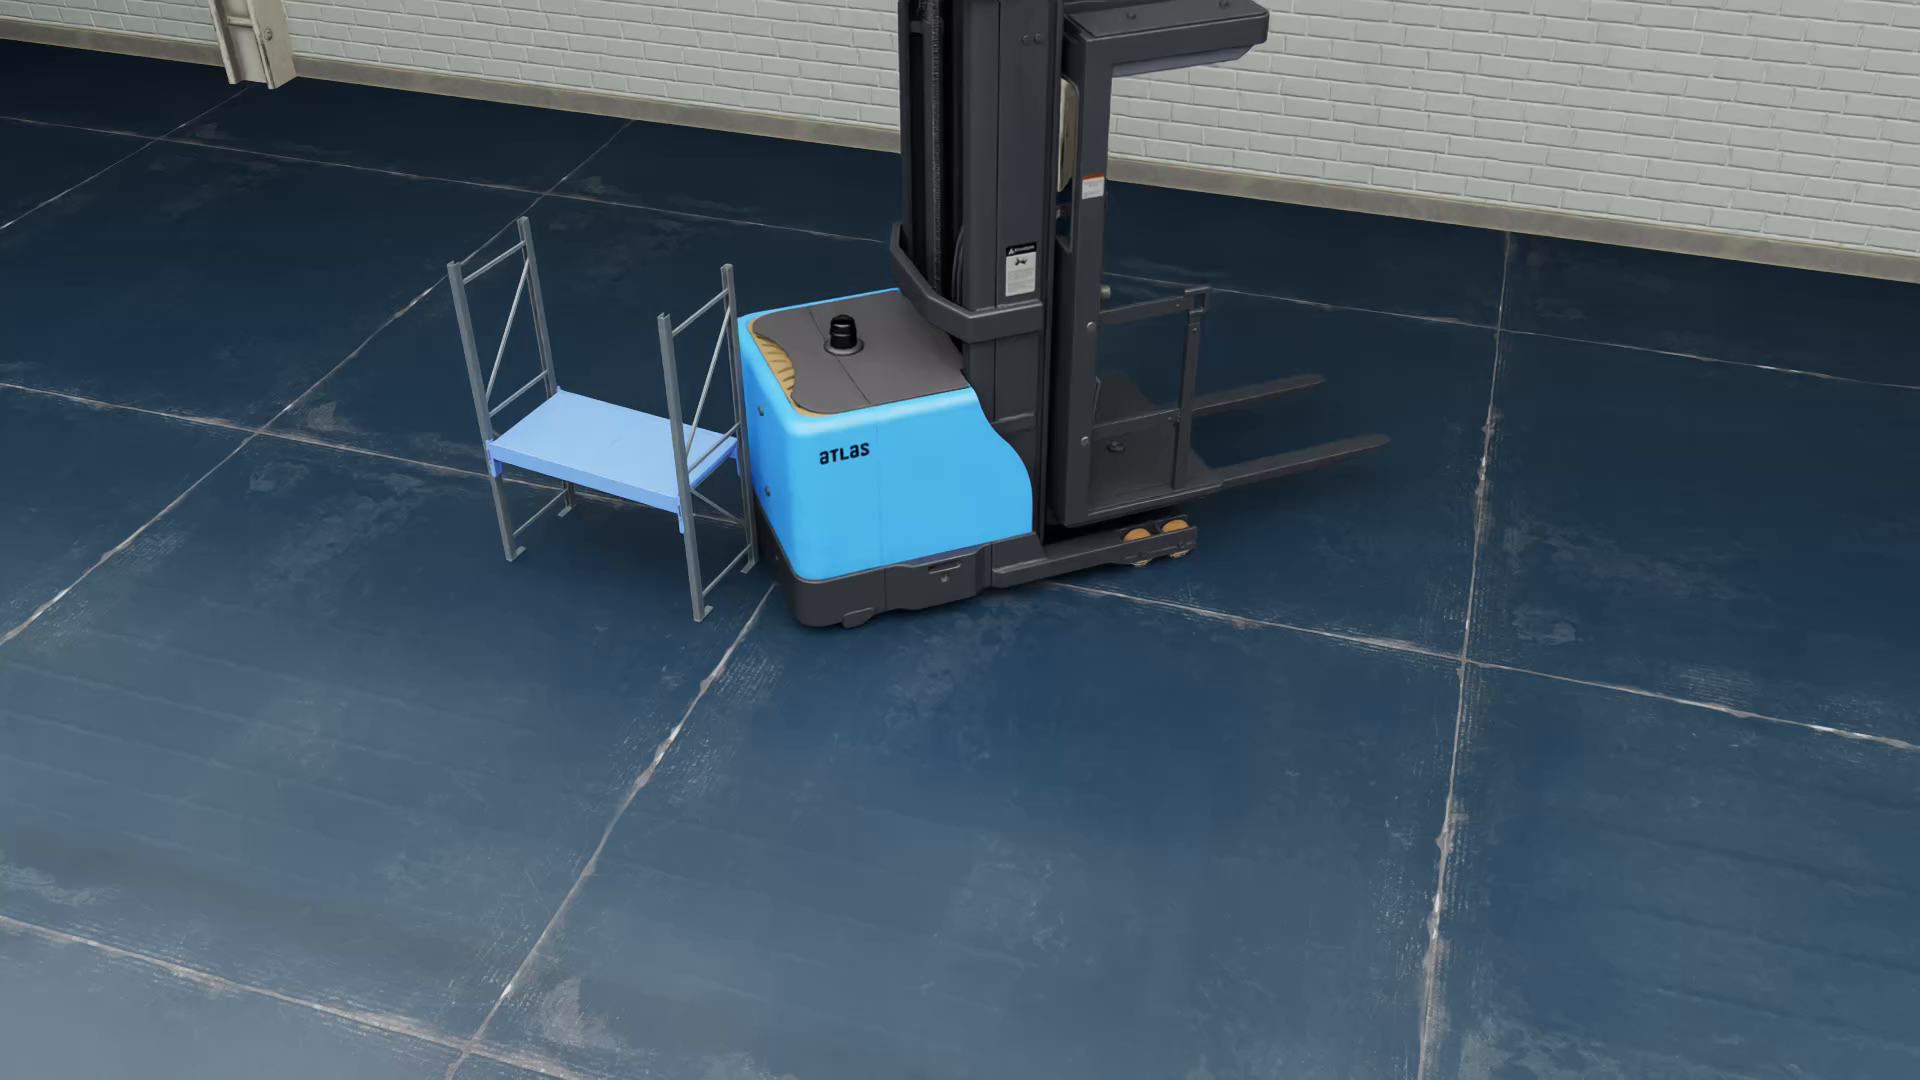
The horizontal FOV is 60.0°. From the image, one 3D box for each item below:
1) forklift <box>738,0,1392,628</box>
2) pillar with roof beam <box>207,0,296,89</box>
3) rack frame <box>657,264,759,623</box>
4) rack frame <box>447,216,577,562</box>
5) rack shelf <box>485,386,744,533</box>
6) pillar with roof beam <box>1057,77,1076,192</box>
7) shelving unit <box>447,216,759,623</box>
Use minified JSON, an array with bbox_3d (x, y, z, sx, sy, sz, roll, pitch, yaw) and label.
[{"bbox_3d":[0.553,-1.344,7.103,3.031,2.935,1.130,-13,38,-17],"label":"forklift"},{"bbox_3d":[-6.487,-4.637,6.459,0.400,9.000,9.100,10,38,14],"label":"pillar with roof beam"},{"bbox_3d":[-1.041,-0.380,7.001,0.032,1.500,0.500,16,39,20],"label":"rack frame"},{"bbox_3d":[-1.958,-0.640,7.355,0.032,1.500,0.500,16,39,20],"label":"rack frame"},{"bbox_3d":[-1.500,-0.365,7.285,1.000,0.185,0.538,16,39,20],"label":"rack shelf"},{"bbox_3d":[-0.760,-3.576,5.018,0.400,9.000,9.100,10,38,14],"label":"pillar with roof beam"},{"bbox_3d":[-1.500,-0.510,7.178,1.048,1.500,0.538,16,39,20],"label":"shelving unit"}]
